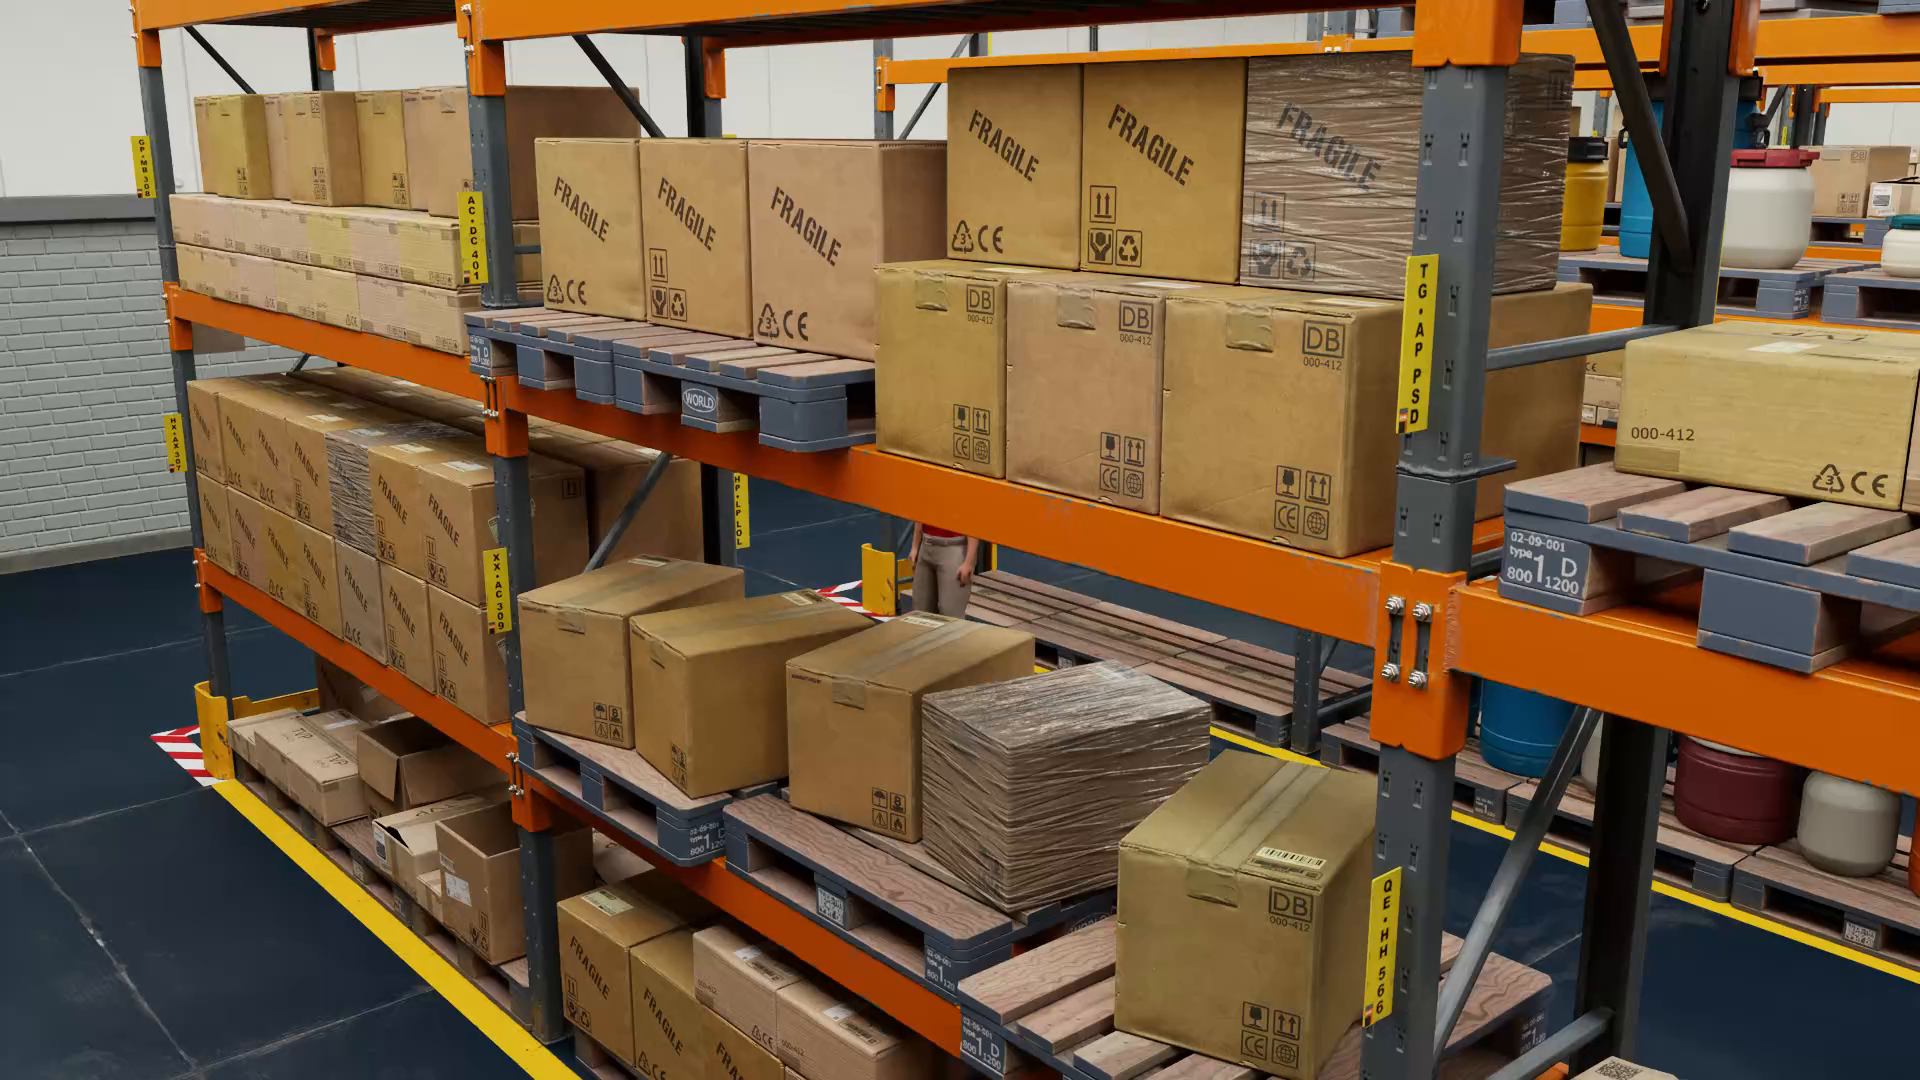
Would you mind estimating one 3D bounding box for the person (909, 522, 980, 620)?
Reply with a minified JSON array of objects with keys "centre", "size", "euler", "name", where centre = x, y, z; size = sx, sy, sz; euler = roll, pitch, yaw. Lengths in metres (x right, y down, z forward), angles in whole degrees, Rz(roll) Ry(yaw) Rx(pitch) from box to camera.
[{"centre":[-0.113,0.121,11.046],"size":[0.391,1.725,0.585],"euler":[-13,19,-42],"name":"person"}]
